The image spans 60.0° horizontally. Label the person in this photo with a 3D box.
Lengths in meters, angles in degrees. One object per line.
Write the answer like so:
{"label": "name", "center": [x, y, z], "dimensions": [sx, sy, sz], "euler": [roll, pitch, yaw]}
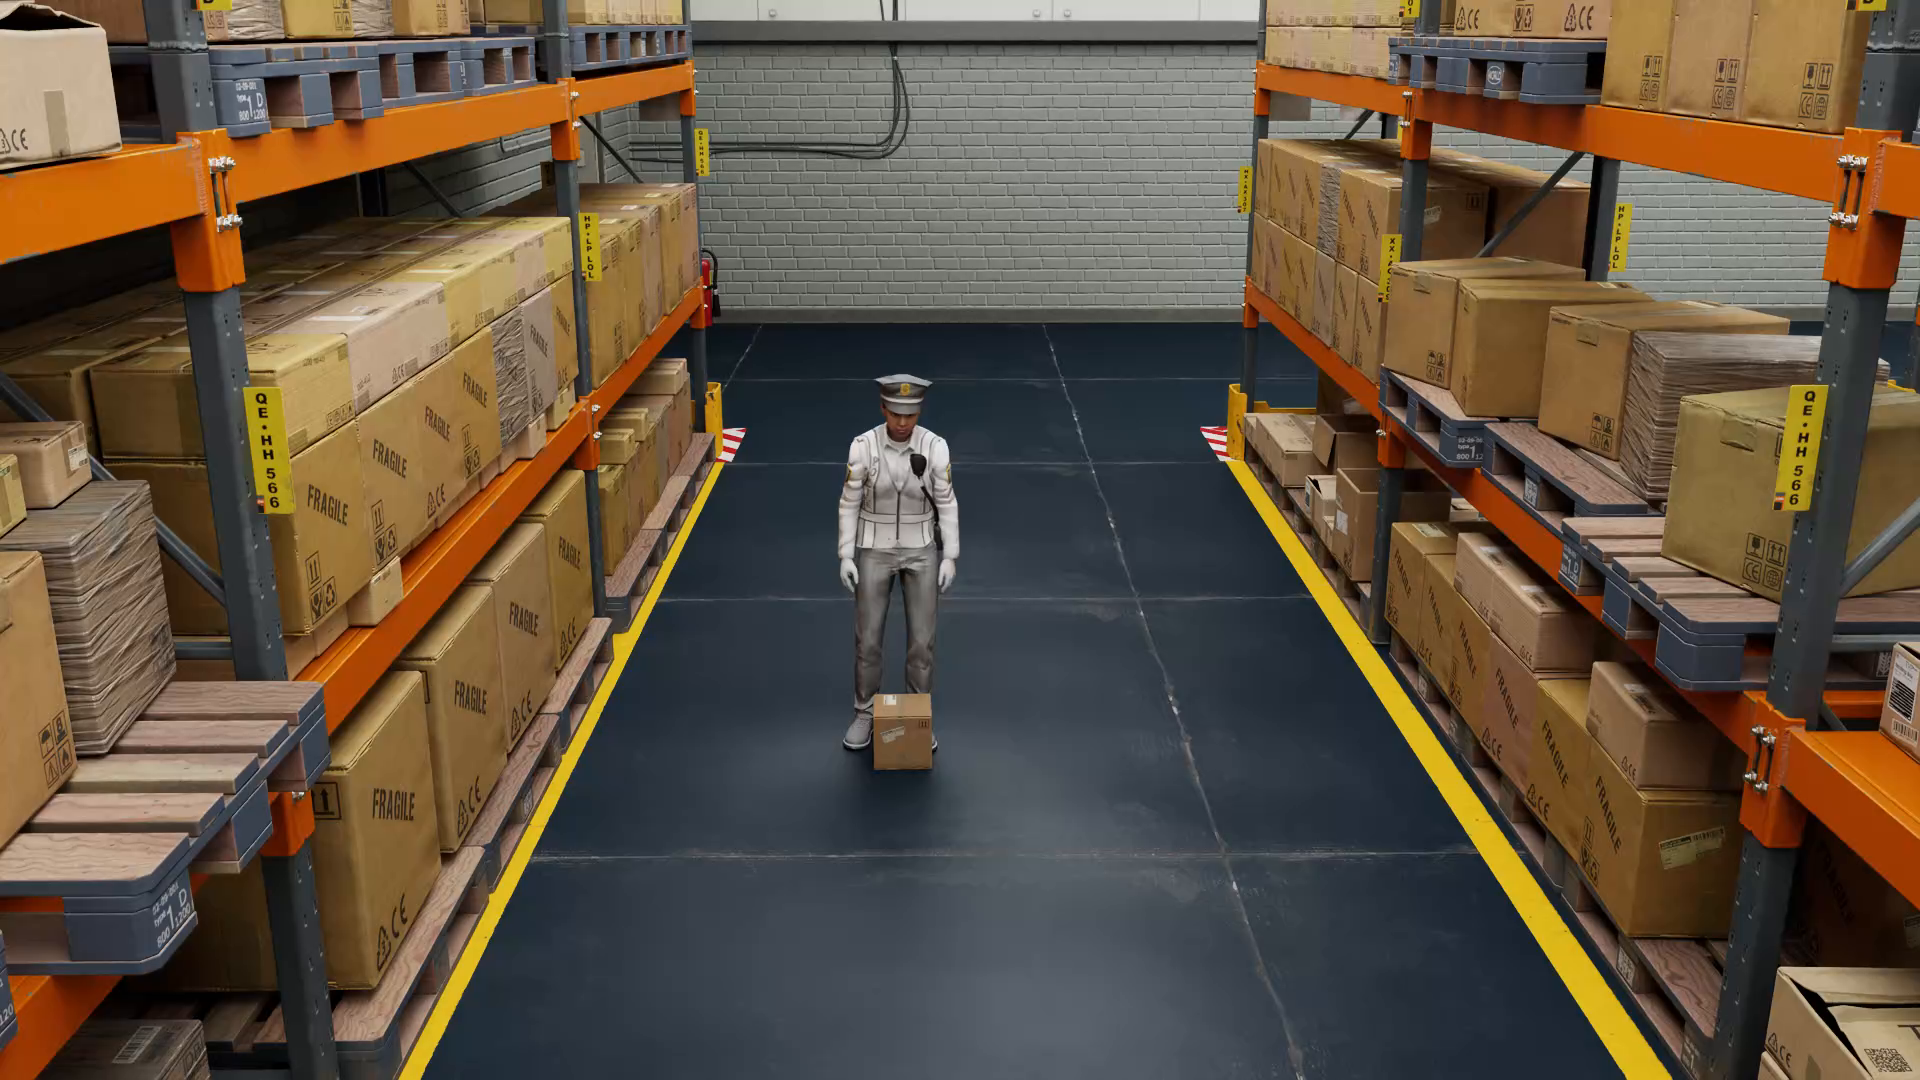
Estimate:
{"label": "person", "center": [-0.267, 0.093, 7.241], "dimensions": [0.530, 1.663, 0.412], "euler": [-1, 17, -3]}
